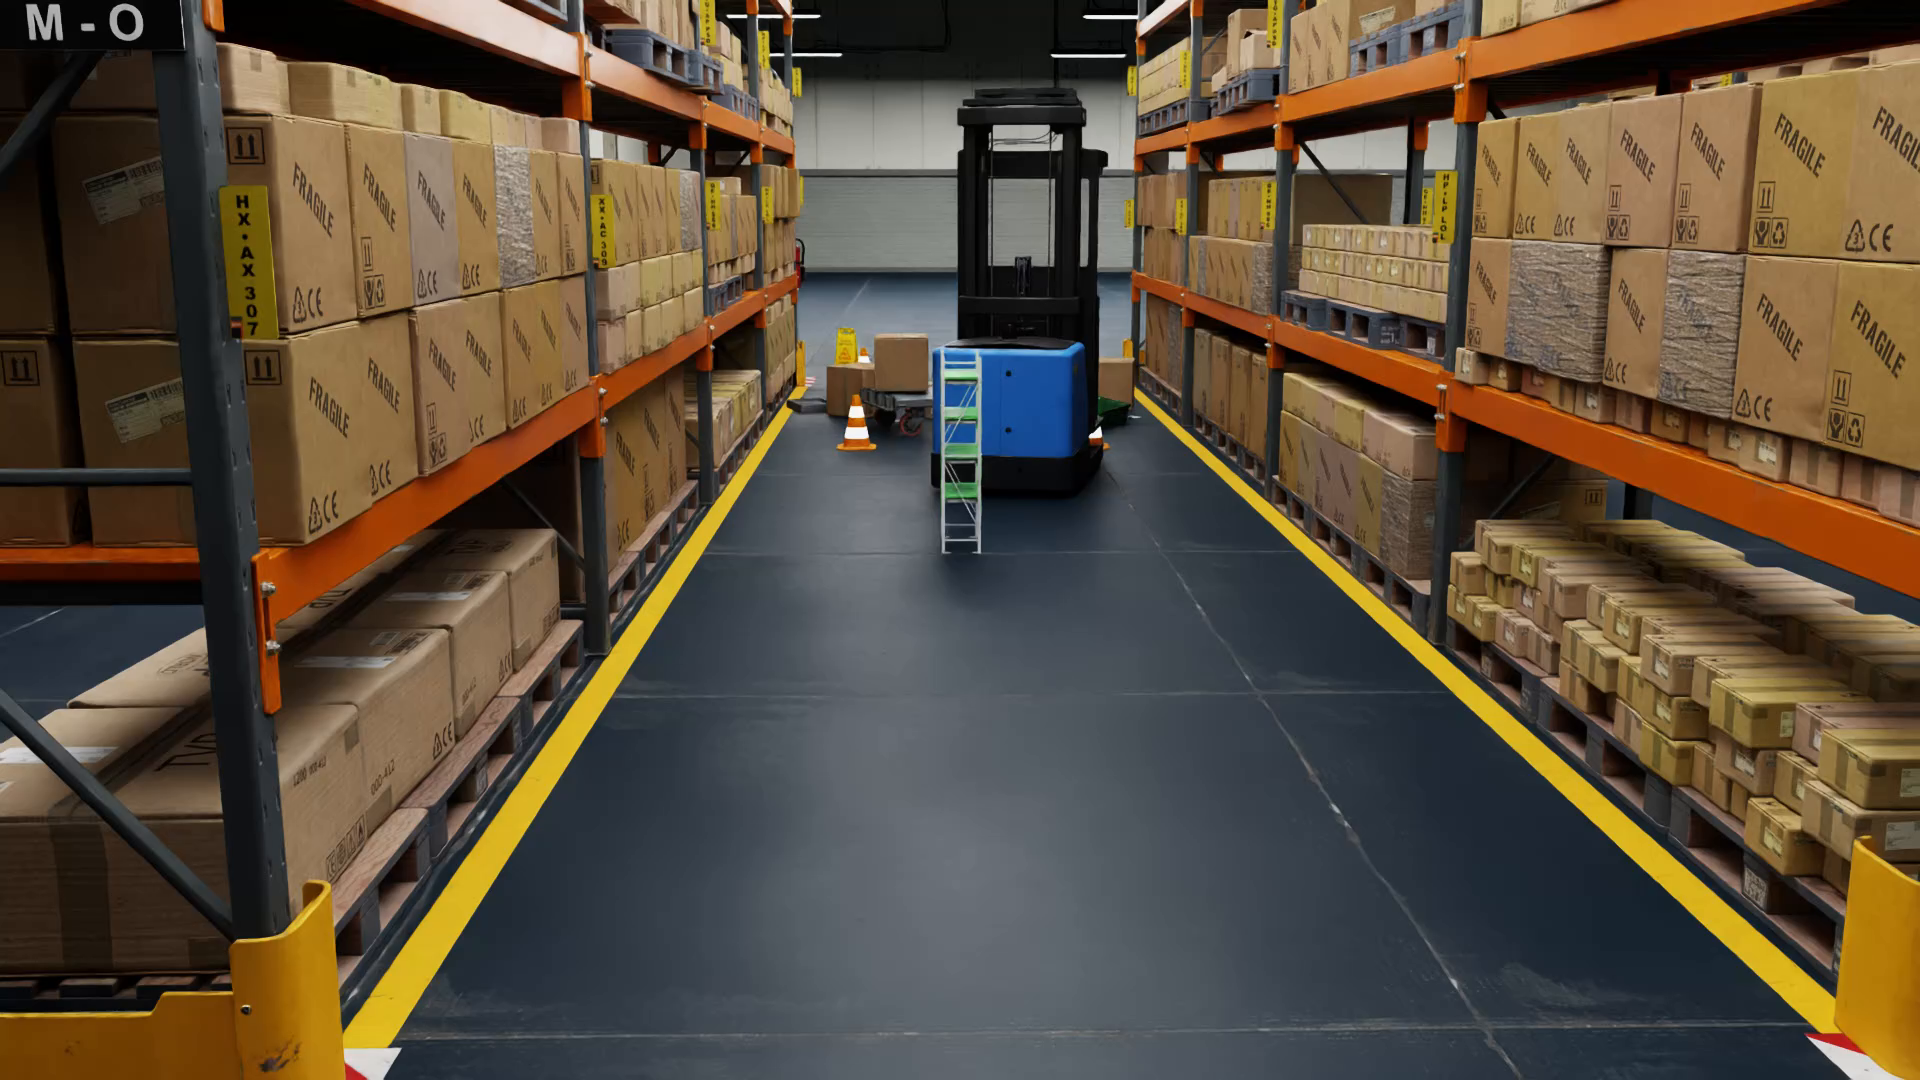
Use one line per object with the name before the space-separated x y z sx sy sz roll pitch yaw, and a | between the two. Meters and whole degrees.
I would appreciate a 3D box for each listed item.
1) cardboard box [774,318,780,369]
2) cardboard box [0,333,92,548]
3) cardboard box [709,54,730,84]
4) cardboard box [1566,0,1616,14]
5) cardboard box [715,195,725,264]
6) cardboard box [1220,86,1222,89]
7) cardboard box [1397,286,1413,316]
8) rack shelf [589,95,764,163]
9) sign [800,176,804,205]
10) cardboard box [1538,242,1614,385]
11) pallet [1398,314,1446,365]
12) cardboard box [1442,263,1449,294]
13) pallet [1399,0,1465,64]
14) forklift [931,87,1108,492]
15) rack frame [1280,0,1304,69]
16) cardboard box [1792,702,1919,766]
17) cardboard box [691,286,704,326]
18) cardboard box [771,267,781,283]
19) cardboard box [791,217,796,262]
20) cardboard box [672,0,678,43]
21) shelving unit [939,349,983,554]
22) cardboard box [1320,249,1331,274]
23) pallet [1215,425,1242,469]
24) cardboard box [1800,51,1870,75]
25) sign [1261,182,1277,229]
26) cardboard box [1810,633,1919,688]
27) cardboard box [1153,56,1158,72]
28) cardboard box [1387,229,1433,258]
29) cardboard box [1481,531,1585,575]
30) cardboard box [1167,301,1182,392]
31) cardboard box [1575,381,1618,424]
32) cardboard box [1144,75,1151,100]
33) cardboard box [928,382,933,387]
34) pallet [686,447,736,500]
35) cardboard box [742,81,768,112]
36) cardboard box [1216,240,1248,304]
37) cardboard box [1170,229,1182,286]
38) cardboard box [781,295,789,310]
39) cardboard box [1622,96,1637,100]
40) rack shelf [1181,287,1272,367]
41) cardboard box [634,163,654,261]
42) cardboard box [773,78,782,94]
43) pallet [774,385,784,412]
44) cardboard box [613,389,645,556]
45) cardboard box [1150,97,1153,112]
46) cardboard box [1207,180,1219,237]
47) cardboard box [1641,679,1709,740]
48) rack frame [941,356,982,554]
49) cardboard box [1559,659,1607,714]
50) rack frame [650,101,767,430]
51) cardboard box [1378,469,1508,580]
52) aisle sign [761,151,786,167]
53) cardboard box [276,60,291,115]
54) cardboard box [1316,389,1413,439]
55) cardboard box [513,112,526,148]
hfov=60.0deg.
cardboard box | -2.093 -1.966 16.679 0.500 0.500 0.500 0 11 1
cardboard box | -2.355 -0.274 4.114 0.500 0.500 0.500 0 11 -1
cardboard box | -2.157 -3.800 13.524 0.500 0.250 0.500 0 11 0
cardboard box | 2.540 -2.066 6.031 0.500 0.250 0.500 0 11 1
cardboard box | -2.041 -2.315 12.370 0.500 0.500 0.500 0 11 2
cardboard box | 2.392 -3.951 14.267 0.250 0.149 0.380 0 11 -1
cardboard box | 2.564 -1.278 8.887 0.380 0.149 0.250 -1 11 -4
rack shelf | -2.287 -3.235 13.228 1.077 0.370 4.000 0 11 -1
sign | -1.856 -4.031 19.178 0.100 0.325 0.005 0 11 -1
cardboard box | 2.534 -0.862 6.266 0.500 0.500 0.500 0 11 -2
pallet | 2.914 -1.024 8.546 1.003 0.211 1.213 0 11 -1
cardboard box | 2.578 -1.272 8.114 0.380 0.149 0.250 0 11 1
pallet | 2.878 -2.467 8.102 1.213 0.211 1.003 0 11 -1
forklift | 0.571 -2.032 13.204 1.130 2.935 3.031 2 12 11
rack frame | 2.701 -4.701 11.098 1.000 3.000 0.127 0 11 -1
cardboard box | 2.654 0.575 4.799 0.380 0.149 0.250 0 11 0
cardboard box | -1.976 -1.547 11.019 0.500 0.250 0.500 -1 11 -3
cardboard box | -2.031 -2.711 17.008 0.380 0.149 0.250 0 11 -1
cardboard box | -2.124 -3.399 18.768 0.500 0.500 0.500 0 11 -2
cardboard box | -1.867 -3.058 9.826 0.396 0.266 0.258 -1 11 -3
shelving unit | 0.003 -0.555 10.278 0.258 1.200 0.503 0 11 -1
cardboard box | 2.527 -1.785 10.643 0.380 0.149 0.250 -1 11 -3
pallet | 2.738 -0.793 13.938 1.003 0.211 1.213 0 11 -1
cardboard box | 7.511 -4.002 13.879 0.797 0.503 0.637 0 11 1
sign | 2.146 -2.325 11.564 0.100 0.325 0.005 0 11 -1
cardboard box | 3.108 0.415 5.589 0.380 0.149 0.250 0 11 1
cardboard box | 2.250 -5.023 17.549 0.380 0.149 0.250 0 11 -2
cardboard box | 2.563 -1.625 9.103 0.380 0.149 0.250 -1 11 -3
cardboard box | 2.530 0.058 7.344 0.380 0.149 0.250 0 11 2
cardboard box | 2.653 -2.025 17.284 0.875 0.875 0.875 0 11 -1
cardboard box | 2.538 -0.523 6.226 0.380 0.149 0.250 0 11 1
cardboard box | 2.301 -4.950 18.193 0.500 0.250 0.500 0 11 -2
cardboard box | -0.364 -1.661 18.374 0.380 0.149 0.250 6 13 28
pallet | -2.260 -0.509 12.538 1.003 0.211 1.213 0 11 -1
cardboard box | -2.064 -4.146 15.538 0.500 0.250 0.500 0 11 -2
cardboard box | 2.390 -2.199 13.601 0.500 0.500 0.500 0 11 0
cardboard box | 2.565 -2.812 16.498 0.875 0.550 0.550 0 11 -1
cardboard box | -2.057 -2.573 18.042 0.380 0.149 0.250 0 11 0
cardboard box | 7.264 -4.629 17.662 0.380 0.149 0.250 -1 11 -4
rack shelf | 2.660 -1.806 13.725 1.077 0.370 4.000 0 11 -1
cardboard box | -1.931 -1.754 8.892 0.500 0.500 0.500 -1 11 -3
cardboard box | -2.044 -4.678 17.154 0.380 0.149 0.250 0 11 0
pallet | -2.406 -1.525 17.547 1.003 0.211 1.213 0 11 -1
cardboard box | -2.282 -0.392 9.236 0.875 0.875 0.875 0 11 0
cardboard box | 2.244 -4.683 17.876 0.380 0.149 0.250 0 11 -1
cardboard box | 2.635 -2.996 15.018 0.700 0.500 0.500 0 11 -2
cardboard box | 2.534 0.565 5.595 0.380 0.149 0.250 0 11 0
rack frame | 0.008 -0.507 10.039 0.240 1.200 0.015 0 11 -1
cardboard box | 2.538 0.557 6.383 0.380 0.149 0.250 -1 11 -3
rack frame | -2.328 -2.516 15.414 1.000 3.000 0.127 0 11 -1
cardboard box | 2.517 -0.093 8.702 0.500 0.500 0.500 0 11 -2
aisle sign | -2.122 -4.598 19.142 0.394 0.787 0.004 0 11 -1
cardboard box | -1.887 -1.111 4.091 0.380 0.149 0.250 0 11 0
cardboard box | 2.481 -0.772 10.164 0.500 0.250 0.500 0 11 -1
cardboard box | -1.946 -1.620 6.601 0.380 0.149 0.250 0 11 -1
